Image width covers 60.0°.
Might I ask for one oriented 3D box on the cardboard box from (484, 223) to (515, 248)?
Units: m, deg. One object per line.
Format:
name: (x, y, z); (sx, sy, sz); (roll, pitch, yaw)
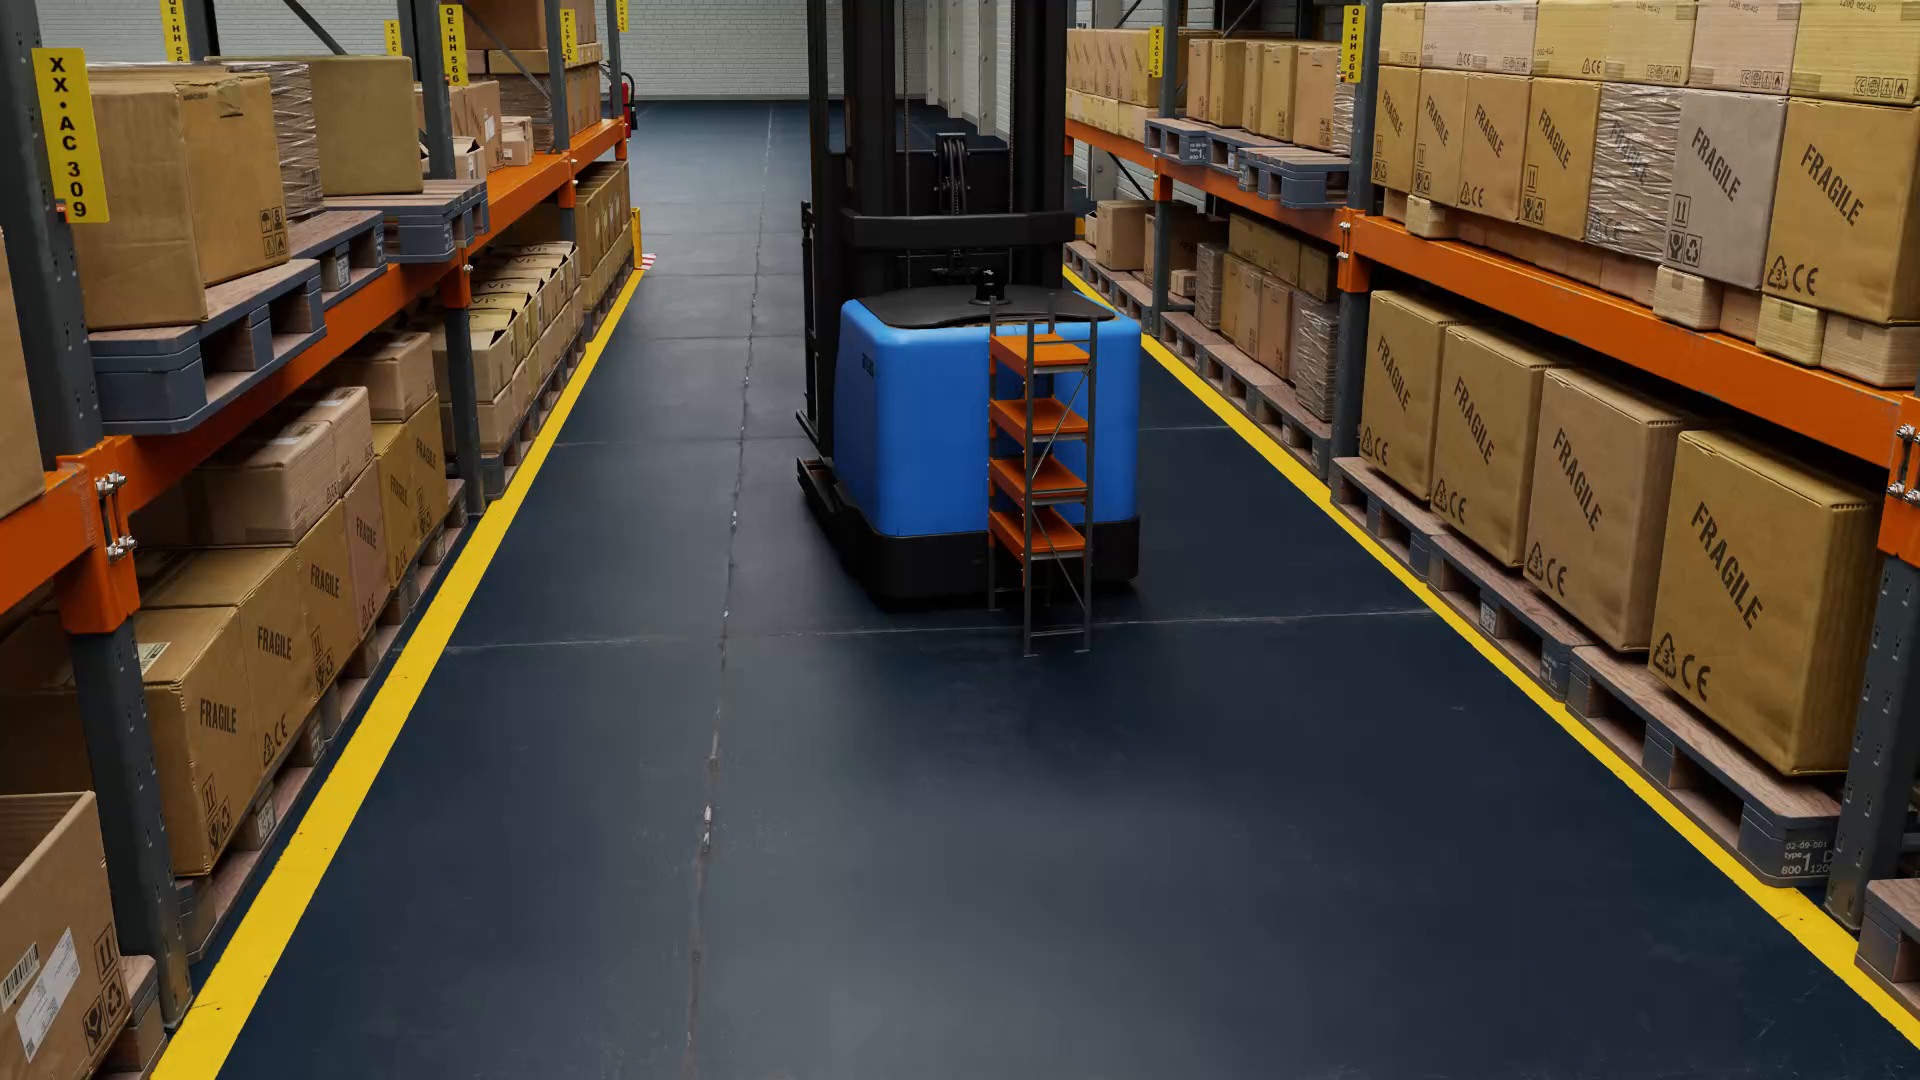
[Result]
cardboard box: (-3.375, -2.251, 11.976); (0.500, 0.500, 0.500); (-2, 18, -6)

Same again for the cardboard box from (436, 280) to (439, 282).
cardboard box: (-3.174, -1.445, 9.726); (0.500, 0.311, 0.500); (-2, 18, -7)

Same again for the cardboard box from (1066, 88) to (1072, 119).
cardboard box: (1.179, -3.852, 14.657); (0.500, 0.250, 0.500); (-2, 18, -7)

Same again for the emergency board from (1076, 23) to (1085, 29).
emergency board: (1.541, -6.413, 22.595); (0.194, 1.169, 0.643); (-2, 18, -6)

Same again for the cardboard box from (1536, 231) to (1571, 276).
cardboard box: (2.242, -1.014, 5.785); (0.380, 0.149, 0.250); (-2, 18, -5)

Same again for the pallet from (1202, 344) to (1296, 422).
pallet: (2.068, -0.951, 9.854); (1.003, 0.211, 1.213); (-2, 18, -6)

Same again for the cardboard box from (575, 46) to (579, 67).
cardboard box: (-3.068, -3.628, 12.476); (0.380, 0.149, 0.250); (-2, 18, -6)

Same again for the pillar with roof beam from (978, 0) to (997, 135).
pillar with roof beam: (-3.761, -11.980, 30.312); (9.100, 9.000, 0.400); (-2, 18, -6)

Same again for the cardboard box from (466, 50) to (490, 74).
cardboard box: (-3.311, -3.155, 10.970); (0.380, 0.149, 0.250); (-2, 18, -6)

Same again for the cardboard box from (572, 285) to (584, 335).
cardboard box: (-2.739, -1.498, 10.829); (0.500, 0.250, 0.500); (-2, 18, -6)

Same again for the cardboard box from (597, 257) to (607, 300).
cardboard box: (-2.863, -1.909, 12.139); (0.500, 0.250, 0.500); (-2, 18, -6)

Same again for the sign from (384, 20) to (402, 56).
sign: (-3.622, -3.157, 10.647); (0.100, 0.325, 0.005); (-2, 18, -6)

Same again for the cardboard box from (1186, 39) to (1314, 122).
cardboard box: (1.876, -2.983, 10.769); (0.700, 0.500, 0.500); (-2, 18, -5)

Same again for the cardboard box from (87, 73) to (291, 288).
cardboard box: (-2.205, -0.939, 4.293); (0.700, 0.500, 0.500); (1, 17, 3)

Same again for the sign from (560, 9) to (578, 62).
sign: (-2.531, -3.258, 10.746); (0.100, 0.325, 0.005); (-2, 18, -6)

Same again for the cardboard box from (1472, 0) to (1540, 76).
cardboard box: (2.172, -1.791, 5.925); (0.500, 0.250, 0.500); (-2, 18, -5)

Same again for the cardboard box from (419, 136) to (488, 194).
cardboard box: (-2.557, -1.762, 7.930); (0.500, 0.311, 0.500); (-2, 18, -6)

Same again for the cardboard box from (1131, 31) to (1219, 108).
cardboard box: (1.501, -3.305, 11.661); (0.500, 0.500, 0.500); (-2, 18, -6)

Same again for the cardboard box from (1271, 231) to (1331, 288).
cardboard box: (2.089, -1.599, 9.449); (0.500, 0.250, 0.500); (-2, 18, -6)

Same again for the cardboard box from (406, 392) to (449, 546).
cardboard box: (-2.327, -0.278, 6.493); (0.500, 0.500, 0.500); (-1, 17, -3)

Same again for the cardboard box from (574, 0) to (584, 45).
cardboard box: (-3.329, -4.120, 12.960); (0.700, 0.500, 0.500); (-2, 18, -5)

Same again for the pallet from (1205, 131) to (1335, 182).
pallet: (2.025, -2.183, 9.443); (1.003, 0.211, 1.213); (-2, 18, -6)

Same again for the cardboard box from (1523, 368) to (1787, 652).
cardboard box: (2.391, -0.123, 5.450); (0.750, 0.750, 0.750); (-1, 17, -4)

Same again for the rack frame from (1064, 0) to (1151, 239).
rack frame: (1.444, -4.070, 15.132); (1.000, 3.000, 0.127); (-2, 18, -6)

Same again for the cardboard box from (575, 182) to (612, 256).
cardboard box: (-2.910, -2.416, 12.501); (0.500, 0.500, 0.500); (-2, 18, -6)

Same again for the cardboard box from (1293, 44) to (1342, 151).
cardboard box: (2.127, -2.249, 8.432); (0.700, 0.500, 0.500); (-3, 18, -11)

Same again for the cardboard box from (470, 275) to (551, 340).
cardboard box: (-2.586, -1.314, 9.309); (0.500, 0.311, 0.500); (-2, 18, -6)

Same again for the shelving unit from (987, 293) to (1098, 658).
shelving unit: (0.283, -0.238, 5.933); (0.258, 1.200, 0.503); (-4, 18, -13)

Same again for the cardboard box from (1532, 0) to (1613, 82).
cardboard box: (2.231, -1.639, 5.441); (0.500, 0.250, 0.500); (-2, 18, -7)

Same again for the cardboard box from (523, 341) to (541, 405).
cardboard box: (-2.532, -0.890, 8.893); (0.500, 0.250, 0.500); (-2, 18, -7)

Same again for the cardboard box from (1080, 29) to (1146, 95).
cardboard box: (1.283, -3.912, 13.595); (0.500, 0.500, 0.500); (-2, 18, -7)

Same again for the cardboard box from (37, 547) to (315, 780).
cardboard box: (-2.118, 0.332, 4.549); (0.500, 0.500, 0.500); (-2, 17, -5)

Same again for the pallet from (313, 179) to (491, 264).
pallet: (-2.518, -1.241, 6.441); (1.213, 0.211, 1.003); (-2, 18, -6)

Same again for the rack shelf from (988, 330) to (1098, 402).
rack shelf: (0.283, -0.613, 5.815); (0.258, 0.148, 0.480); (-4, 18, -13)

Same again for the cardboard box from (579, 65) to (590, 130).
cardboard box: (-3.343, -3.519, 13.212); (0.700, 0.500, 0.500); (-2, 18, -5)

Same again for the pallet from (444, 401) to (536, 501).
pallet: (-2.703, -0.448, 8.251); (1.003, 0.211, 1.213); (-2, 18, -6)

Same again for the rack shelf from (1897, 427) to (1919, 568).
rack shelf: (2.888, 0.445, 1.953); (1.077, 0.370, 4.000); (-2, 18, -6)

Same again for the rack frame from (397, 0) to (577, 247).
rack frame: (-3.070, -2.724, 10.845); (1.000, 3.000, 0.127); (-2, 18, -6)

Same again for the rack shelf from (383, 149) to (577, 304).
rack shelf: (-2.864, -1.785, 9.054); (1.077, 0.370, 4.000); (-2, 18, -6)

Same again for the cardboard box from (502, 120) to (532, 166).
cardboard box: (-2.796, -2.403, 10.049); (0.396, 0.266, 0.258); (-2, 18, -7)

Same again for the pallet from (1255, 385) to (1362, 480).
pallet: (2.190, -0.588, 8.699); (1.003, 0.211, 1.213); (-2, 18, -6)

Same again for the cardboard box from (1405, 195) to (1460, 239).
cardboard box: (2.034, -1.313, 6.739); (0.380, 0.149, 0.250); (-1, 17, -4)

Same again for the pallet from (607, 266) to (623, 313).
pallet: (-3.239, -1.996, 13.182); (1.003, 0.211, 1.213); (-2, 18, -6)

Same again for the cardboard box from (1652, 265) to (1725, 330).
cardboard box: (2.249, -0.706, 4.804); (0.380, 0.149, 0.250); (-2, 18, -6)

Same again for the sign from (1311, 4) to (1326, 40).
sign: (2.409, -3.448, 11.220); (0.100, 0.325, 0.005); (-2, 18, -6)

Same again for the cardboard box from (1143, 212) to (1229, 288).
cardboard box: (1.710, -2.203, 12.625); (0.500, 0.500, 0.500); (-3, 18, -10)

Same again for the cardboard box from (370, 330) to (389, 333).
cardboard box: (-2.956, -0.836, 7.787); (0.500, 0.311, 0.500); (-1, 17, -4)

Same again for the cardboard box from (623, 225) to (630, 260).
cardboard box: (-3.070, -2.505, 14.036); (0.500, 0.250, 0.500); (-2, 18, -6)

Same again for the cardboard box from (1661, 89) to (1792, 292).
cardboard box: (2.321, -0.975, 4.578); (0.500, 0.500, 0.500); (-2, 18, -5)

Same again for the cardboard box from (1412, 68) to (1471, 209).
cardboard box: (2.110, -1.576, 6.493); (0.500, 0.500, 0.500); (-1, 17, -4)

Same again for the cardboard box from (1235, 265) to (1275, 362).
cardboard box: (2.065, -1.371, 9.974); (0.700, 0.500, 0.500); (-2, 17, -5)

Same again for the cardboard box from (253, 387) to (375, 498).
cardboard box: (-2.208, -0.314, 5.357); (0.500, 0.250, 0.500); (-2, 18, -7)

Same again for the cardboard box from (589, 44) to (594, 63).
cardboard box: (-3.175, -3.935, 13.455); (0.380, 0.149, 0.250); (-2, 17, -5)

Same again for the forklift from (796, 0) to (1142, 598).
forklift: (-0.149, -1.581, 7.321); (1.130, 2.935, 3.031); (-4, 18, -13)

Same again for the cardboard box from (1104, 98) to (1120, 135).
cardboard box: (1.396, -3.246, 12.724); (0.500, 0.250, 0.500); (-2, 18, -6)
